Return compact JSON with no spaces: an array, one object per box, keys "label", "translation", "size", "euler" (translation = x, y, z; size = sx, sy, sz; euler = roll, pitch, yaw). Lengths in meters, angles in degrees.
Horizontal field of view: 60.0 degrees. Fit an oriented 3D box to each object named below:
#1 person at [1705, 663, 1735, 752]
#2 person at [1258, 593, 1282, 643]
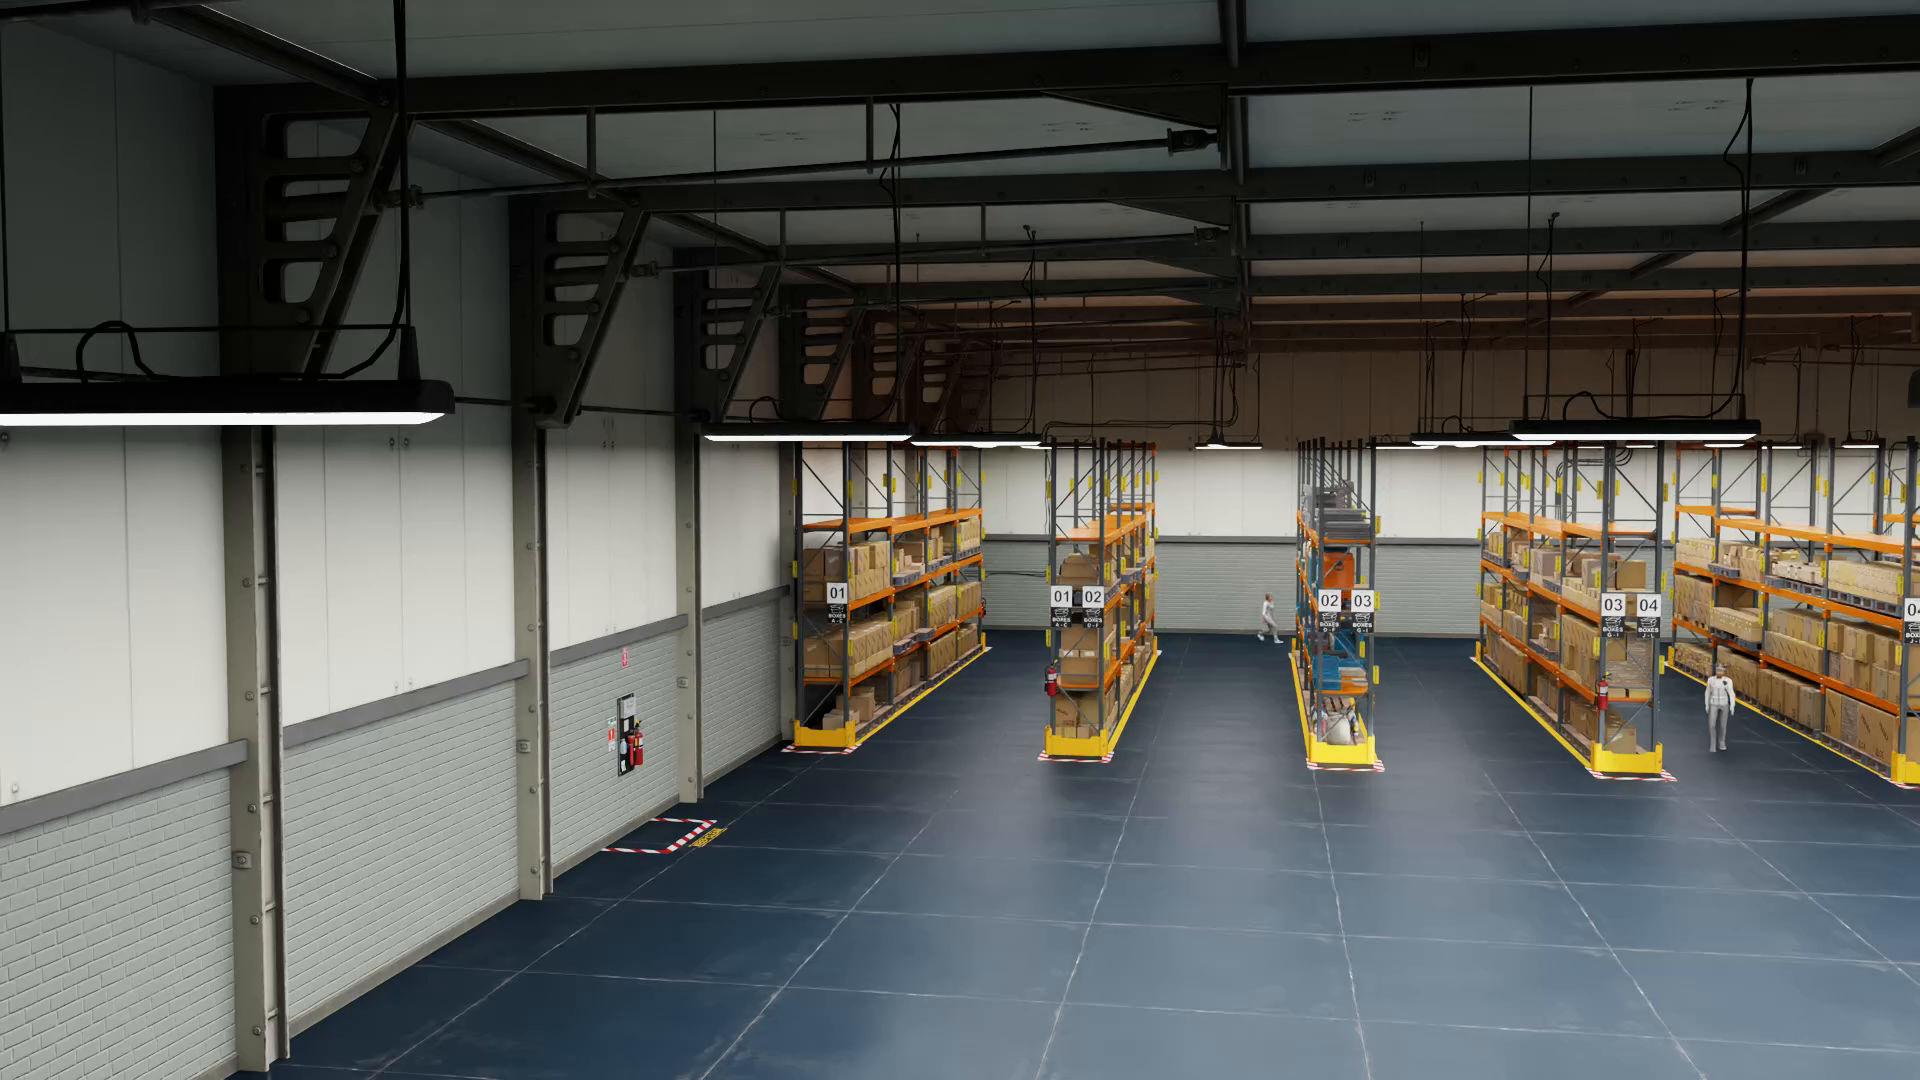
[{"label":"person","translation":[14.557,3.222,31.856],"size":[0.537,1.735,0.515],"euler":[2,3,28]},{"label":"person","translation":[9.288,2.340,49.908],"size":[0.905,1.462,0.406],"euler":[3,4,44]}]
